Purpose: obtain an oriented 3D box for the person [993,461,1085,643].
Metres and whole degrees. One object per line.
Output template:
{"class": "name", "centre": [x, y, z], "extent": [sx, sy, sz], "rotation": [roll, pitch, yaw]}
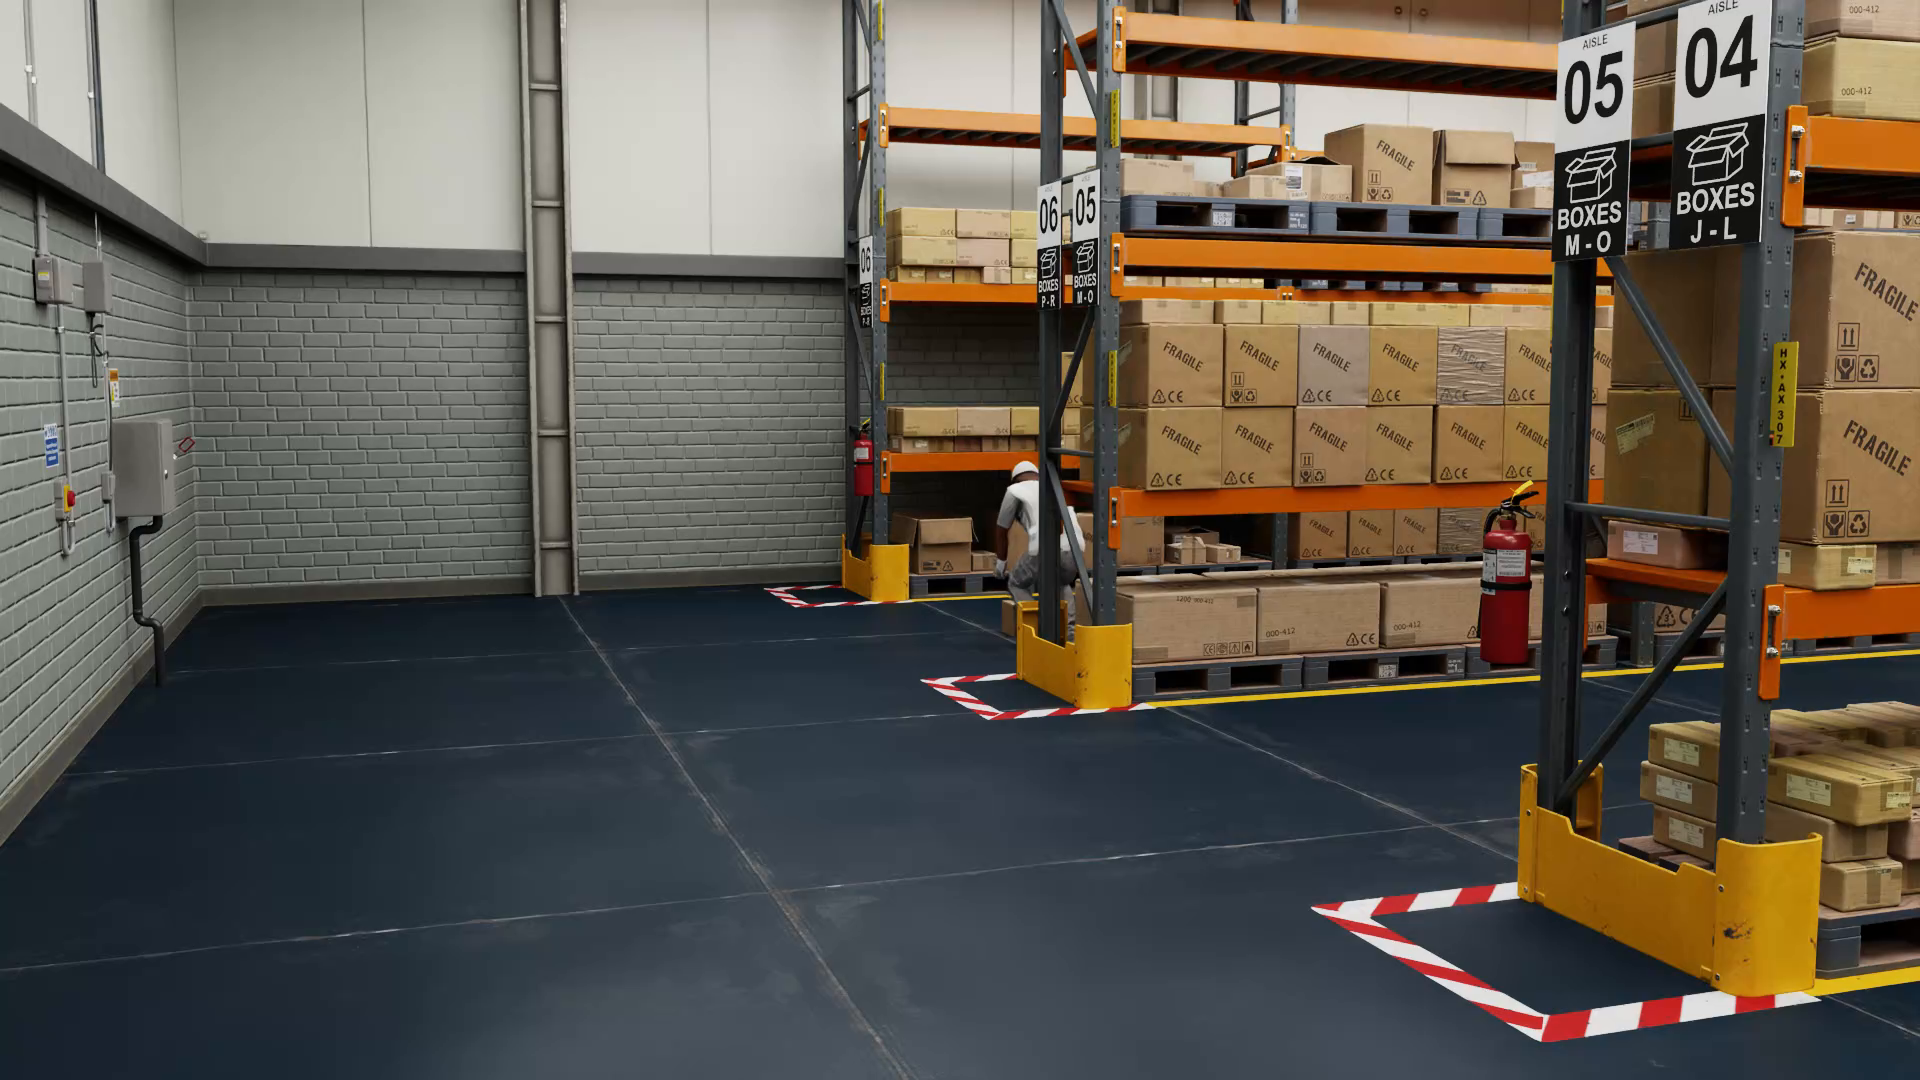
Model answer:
{"class": "person", "centre": [0.590, 0.098, 12.394], "extent": [0.612, 1.349, 0.803], "rotation": [-2, 6, -19]}
